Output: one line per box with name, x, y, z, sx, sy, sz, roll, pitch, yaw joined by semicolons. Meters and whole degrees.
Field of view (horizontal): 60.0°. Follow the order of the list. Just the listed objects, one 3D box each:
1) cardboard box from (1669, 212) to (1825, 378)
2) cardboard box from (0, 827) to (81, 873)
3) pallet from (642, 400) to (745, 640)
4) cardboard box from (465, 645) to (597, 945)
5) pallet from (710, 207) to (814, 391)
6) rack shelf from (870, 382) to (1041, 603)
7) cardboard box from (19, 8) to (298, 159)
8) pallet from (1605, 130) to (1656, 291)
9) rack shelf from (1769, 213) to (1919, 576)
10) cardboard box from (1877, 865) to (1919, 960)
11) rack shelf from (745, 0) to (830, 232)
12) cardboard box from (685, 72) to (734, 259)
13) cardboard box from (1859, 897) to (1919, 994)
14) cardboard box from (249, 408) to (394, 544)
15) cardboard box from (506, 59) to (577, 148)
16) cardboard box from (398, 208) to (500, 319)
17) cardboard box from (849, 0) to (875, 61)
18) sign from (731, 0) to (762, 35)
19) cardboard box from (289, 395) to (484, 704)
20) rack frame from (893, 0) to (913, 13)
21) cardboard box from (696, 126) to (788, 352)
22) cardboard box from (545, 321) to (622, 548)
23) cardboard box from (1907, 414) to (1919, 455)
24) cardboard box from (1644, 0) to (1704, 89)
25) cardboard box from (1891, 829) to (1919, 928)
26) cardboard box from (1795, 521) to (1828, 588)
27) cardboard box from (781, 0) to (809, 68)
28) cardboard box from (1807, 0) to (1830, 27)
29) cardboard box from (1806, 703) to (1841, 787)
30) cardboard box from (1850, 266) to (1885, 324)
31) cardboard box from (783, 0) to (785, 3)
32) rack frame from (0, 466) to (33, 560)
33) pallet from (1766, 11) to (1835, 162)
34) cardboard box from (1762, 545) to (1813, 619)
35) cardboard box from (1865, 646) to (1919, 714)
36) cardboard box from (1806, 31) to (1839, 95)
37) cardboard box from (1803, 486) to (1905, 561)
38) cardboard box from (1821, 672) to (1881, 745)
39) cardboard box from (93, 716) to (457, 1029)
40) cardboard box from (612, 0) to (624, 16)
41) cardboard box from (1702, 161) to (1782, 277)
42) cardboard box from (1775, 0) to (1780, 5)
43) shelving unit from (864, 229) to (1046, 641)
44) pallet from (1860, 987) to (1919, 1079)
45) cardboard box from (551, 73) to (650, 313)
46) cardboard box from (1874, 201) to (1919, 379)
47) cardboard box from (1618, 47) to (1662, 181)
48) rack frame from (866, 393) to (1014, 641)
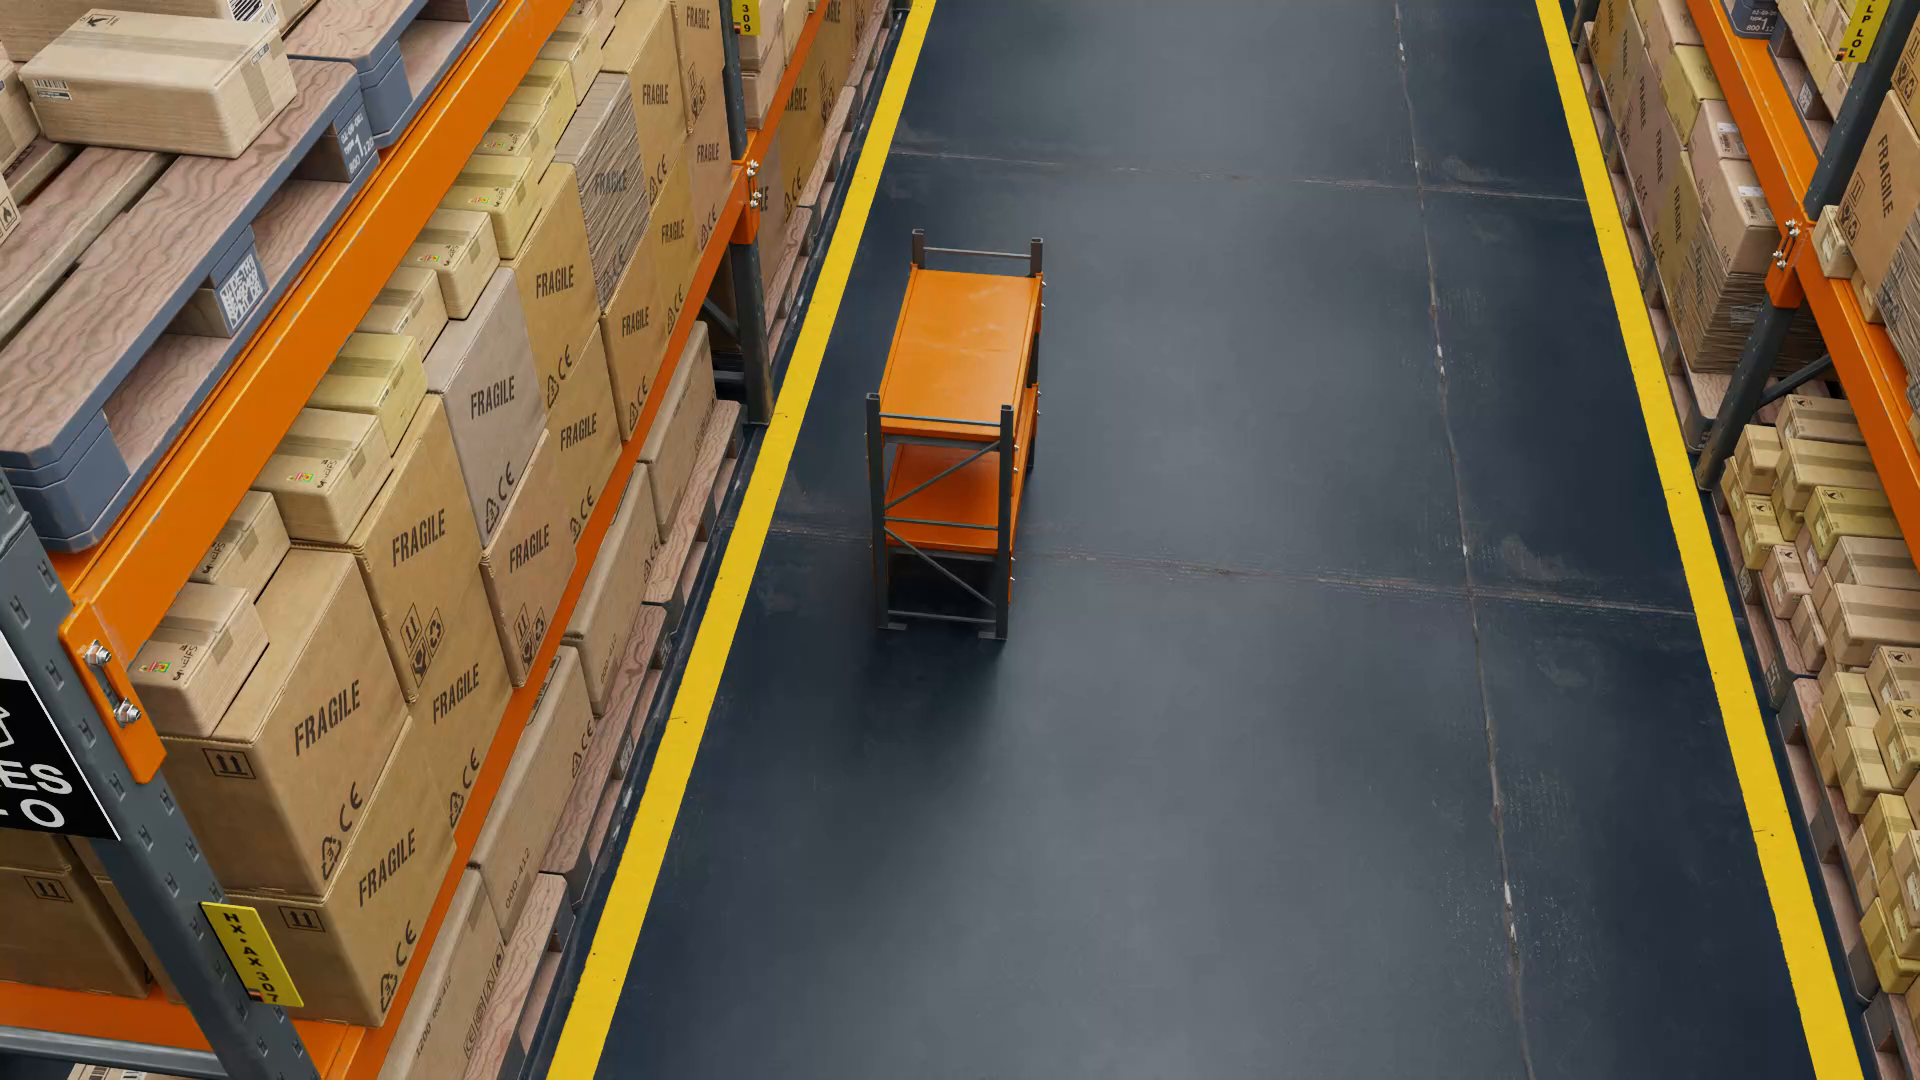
cardboard box;3.445;-1.060;7.200;0.500;0.500;0.500;4;44;5
cardboard box;-2.024;0.308;3.443;0.500;0.500;0.500;7;44;7
pallet;-1.501;-0.145;6.750;1.003;0.211;1.213;5;44;6
cardboard box;-1.751;0.752;5.332;0.875;0.438;0.875;6;44;7
pallet;-1.296;-1.189;7.852;1.003;0.211;1.213;5;44;6
rack shelf;-0.001;-0.226;6.527;0.538;0.278;1.000;5;44;6
cardboard box;-1.480;-0.850;3.089;0.380;0.149;0.250;7;44;7
pallet;3.857;-1.640;8.328;1.003;0.211;1.213;5;44;6
rack shelf;3.332;0.337;4.736;1.077;0.370;4.000;5;44;6
cardboard box;2.977;1.119;4.938;0.380;0.149;0.250;6;44;6
rack shelf;-1.059;-2.771;8.018;1.077;0.370;4.000;5;44;6
cardboard box;-1.131;-1.366;5.938;0.500;0.500;0.500;6;44;6
cardboard box;2.976;1.238;5.029;0.380;0.149;0.250;3;44;4
cardboard box;-1.419;-0.146;3.451;0.380;0.149;0.250;6;44;7
cardboard box;-1.280;-1.199;4.563;0.380;0.149;0.250;4;44;5
cardboard box;-1.345;-0.677;4.012;0.380;0.149;0.250;6;44;6
cardboard box;-0.968;-3.313;9.307;0.875;0.875;0.875;5;44;5
sign;-0.773;-1.962;5.954;0.100;0.325;0.005;5;44;6
cardboard box;-1.445;0.004;3.764;0.500;0.500;0.500;4;44;4
rack frame;-0.795;-4.395;9.210;1.000;3.000;0.127;5;44;6
cardboard box;-1.321;-1.479;7.371;0.875;0.875;0.875;6;44;7
cardboard box;-1.330;-0.315;4.828;0.500;0.500;0.500;7;44;7
cardboard box;3.151;-0.313;5.082;0.380;0.149;0.250;6;44;6
cardboard box;3.649;-2.401;8.071;0.500;0.250;0.500;6;44;6
cardboard box;2.962;1.008;4.839;0.380;0.149;0.250;7;44;7
cardboard box;3.290;0.055;6.062;0.380;0.149;0.250;5;44;5
cardboard box;-0.937;-2.243;7.046;0.500;0.250;0.500;4;44;4
cardboard box;3.523;-2.095;6.441;0.380;0.149;0.250;7;44;7
cardboard box;3.099;0.702;5.595;0.380;0.149;0.250;4;44;4
cardboard box;3.274;-0.850;5.649;0.380;0.149;0.250;6;44;7
cardboard box;-0.945;-2.428;6.878;0.500;0.250;0.500;6;44;6
rack frame;-1.852;-1.121;1.389;1.000;3.000;0.127;5;44;6
pallet;3.842;-1.726;6.530;1.003;0.211;1.213;5;44;6
cardboard box;3.213;0.170;6.157;0.380;0.149;0.250;5;44;5
cardboard box;3.185;0.493;5.383;0.380;0.149;0.250;4;44;4
cardboard box;3.486;-1.815;6.362;0.380;0.149;0.250;5;44;6
cardboard box;3.266;-0.046;5.952;0.380;0.149;0.250;5;44;5
cardboard box;3.096;0.590;5.497;0.380;0.149;0.250;5;44;5
cardboard box;-1.504;0.720;3.735;0.500;0.500;0.500;5;44;5
cardboard box;-1.234;-1.726;5.119;0.380;0.149;0.250;5;44;6
cardboard box;3.444;-1.335;6.946;0.500;0.250;0.500;4;44;4
cardboard box;3.586;-2.345;6.922;0.380;0.149;0.250;4;44;4
shelving unit;-0.001;-0.404;6.358;0.538;1.125;1.048;5;44;6
pallet;3.220;1.849;4.644;1.003;0.211;1.213;5;44;6
cardboard box;-1.245;-1.029;4.855;0.500;0.500;0.500;6;44;6
cardboard box;3.223;-0.779;5.102;0.500;0.500;0.500;5;44;5
cardboard box;3.653;-2.106;8.306;0.500;0.500;0.500;4;44;4
rack frame;-0.068;-0.057;5.993;0.500;1.125;0.032;5;44;6
